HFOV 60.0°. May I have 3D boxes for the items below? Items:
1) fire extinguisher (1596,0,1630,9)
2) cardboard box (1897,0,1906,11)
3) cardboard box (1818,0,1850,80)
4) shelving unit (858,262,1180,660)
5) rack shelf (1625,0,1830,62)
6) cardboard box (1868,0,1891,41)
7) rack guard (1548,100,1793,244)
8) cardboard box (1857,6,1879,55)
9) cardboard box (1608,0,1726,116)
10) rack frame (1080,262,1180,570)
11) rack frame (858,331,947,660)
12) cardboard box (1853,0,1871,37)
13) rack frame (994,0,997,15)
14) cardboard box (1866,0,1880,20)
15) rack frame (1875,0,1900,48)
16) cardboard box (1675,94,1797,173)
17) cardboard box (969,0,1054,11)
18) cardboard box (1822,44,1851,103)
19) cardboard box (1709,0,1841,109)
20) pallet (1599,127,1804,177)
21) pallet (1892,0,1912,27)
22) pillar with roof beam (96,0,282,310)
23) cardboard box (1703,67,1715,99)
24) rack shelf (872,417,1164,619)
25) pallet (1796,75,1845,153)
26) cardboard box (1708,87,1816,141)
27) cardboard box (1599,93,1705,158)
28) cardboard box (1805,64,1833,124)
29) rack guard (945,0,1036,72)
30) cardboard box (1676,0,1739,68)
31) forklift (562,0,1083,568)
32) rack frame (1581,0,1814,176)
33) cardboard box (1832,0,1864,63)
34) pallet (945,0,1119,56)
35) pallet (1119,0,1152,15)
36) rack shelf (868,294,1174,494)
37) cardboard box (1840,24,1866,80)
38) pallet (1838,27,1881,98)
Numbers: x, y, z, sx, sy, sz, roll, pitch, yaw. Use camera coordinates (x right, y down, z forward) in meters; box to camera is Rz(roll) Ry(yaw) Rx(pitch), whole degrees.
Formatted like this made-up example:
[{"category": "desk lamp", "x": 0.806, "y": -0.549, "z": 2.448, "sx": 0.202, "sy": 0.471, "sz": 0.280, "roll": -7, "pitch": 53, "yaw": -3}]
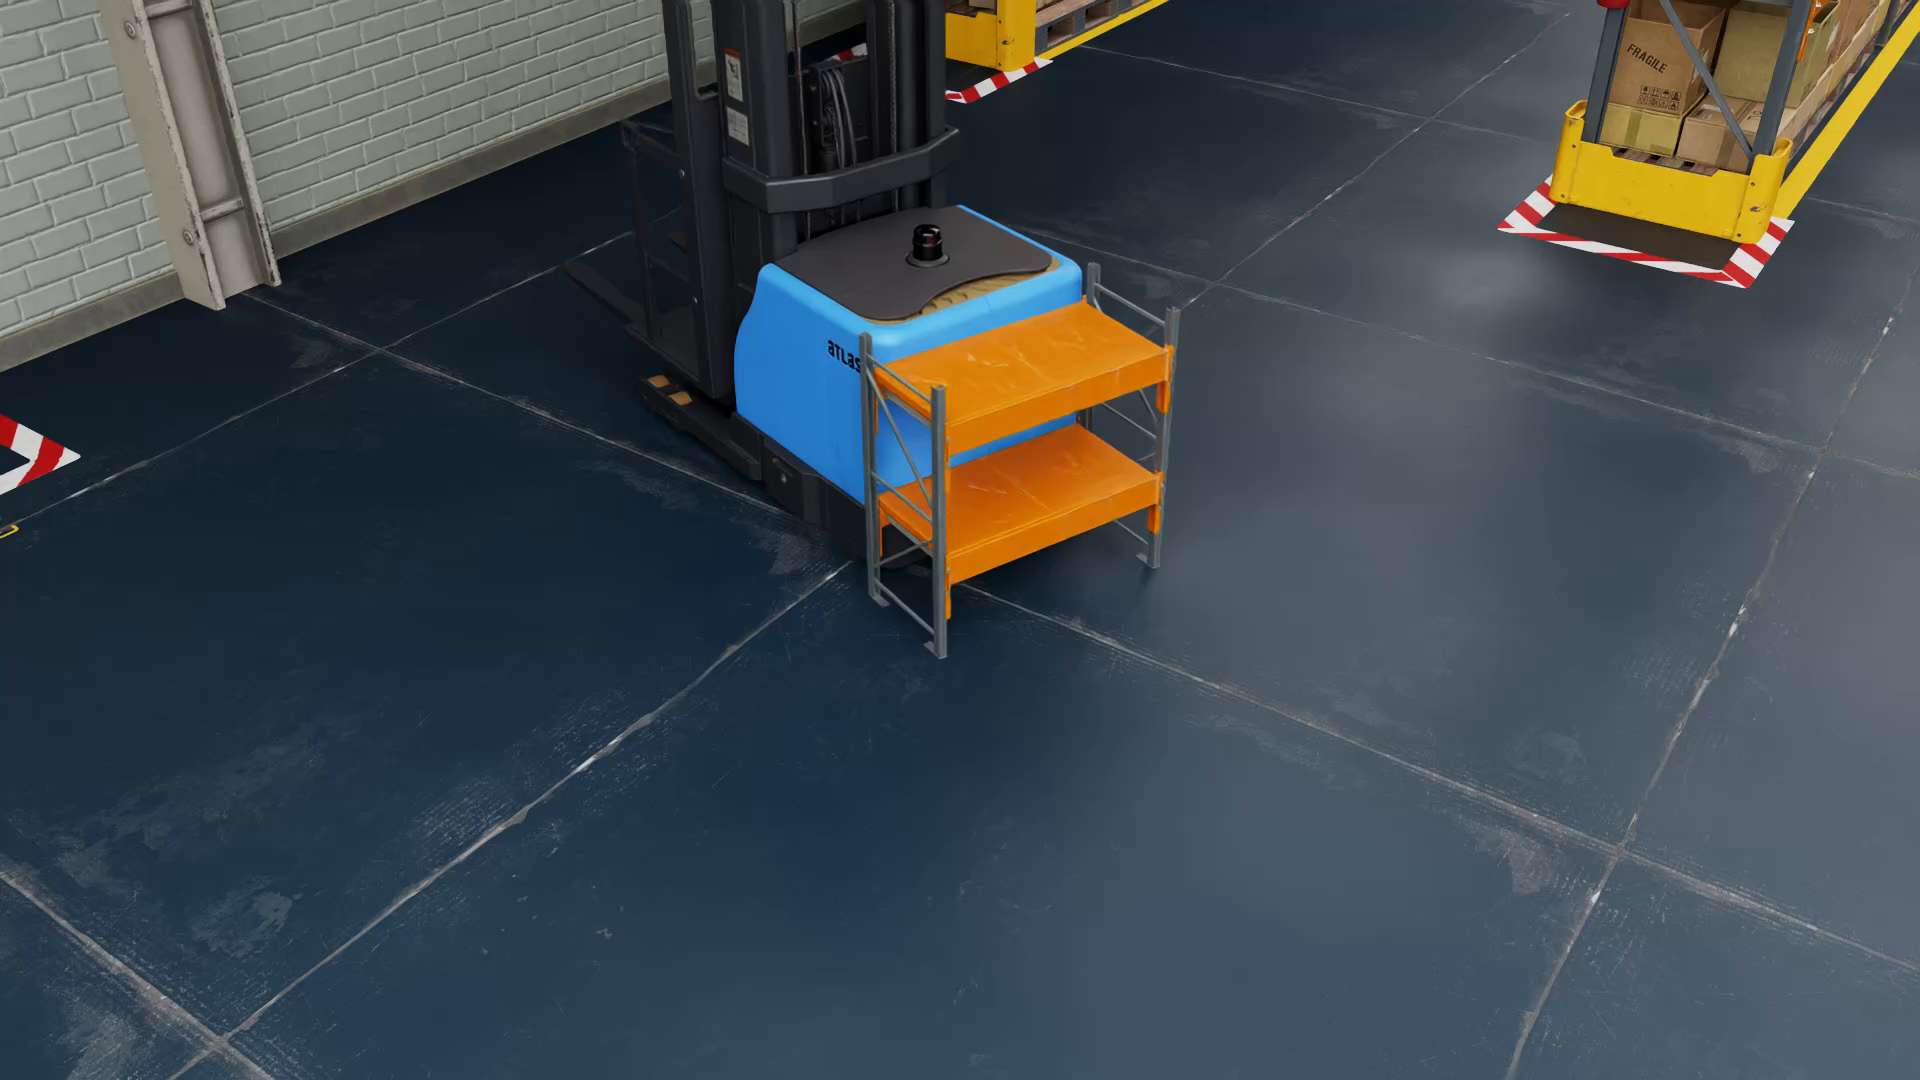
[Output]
[{"category": "fire extinguisher", "x": 3.553, "y": -3.197, "z": 8.869, "sx": 0.296, "sy": 0.674, "sz": 0.183, "roll": 21, "pitch": 39, "yaw": 28}, {"category": "cardboard box", "x": 6.717, "y": -4.117, "z": 12.240, "sx": 0.500, "sy": 0.250, "sz": 0.500, "roll": 20, "pitch": 39, "yaw": 27}, {"category": "cardboard box", "x": 5.049, "y": -3.121, "z": 10.098, "sx": 0.500, "sy": 0.500, "sz": 0.500, "roll": 21, "pitch": 39, "yaw": 28}, {"category": "shelving unit", "x": 0.217, "y": -0.307, "z": 6.199, "sx": 1.048, "sy": 1.125, "sz": 0.538, "roll": -21, "pitch": 39, "yaw": -28}, {"category": "rack shelf", "x": 5.143, "y": -3.757, "z": 10.270, "sx": 1.077, "sy": 0.370, "sz": 4.000, "roll": 21, "pitch": 39, "yaw": 28}, {"category": "cardboard box", "x": 6.198, "y": -3.727, "z": 11.664, "sx": 0.500, "sy": 0.250, "sz": 0.500, "roll": 21, "pitch": 39, "yaw": 28}, {"category": "rack guard", "x": 3.989, "y": -2.088, "z": 9.392, "sx": 1.175, "sy": 0.500, "sz": 0.348, "roll": 21, "pitch": 39, "yaw": 28}, {"category": "cardboard box", "x": 5.905, "y": -3.500, "z": 11.328, "sx": 0.500, "sy": 0.250, "sz": 0.500, "roll": 21, "pitch": 39, "yaw": 28}, {"category": "cardboard box", "x": 4.064, "y": -2.822, "z": 9.656, "sx": 0.500, "sy": 0.500, "sz": 0.500, "roll": 21, "pitch": 39, "yaw": 28}, {"category": "rack frame", "x": 0.636, "y": -0.468, "z": 6.438, "sx": 0.032, "sy": 1.125, "sz": 0.500, "roll": -21, "pitch": 39, "yaw": -28}, {"category": "rack frame", "x": -0.201, "y": -0.145, "z": 5.960, "sx": 0.032, "sy": 1.125, "sz": 0.500, "roll": -21, "pitch": 39, "yaw": -28}, {"category": "cardboard box", "x": 5.622, "y": -3.580, "z": 10.777, "sx": 0.500, "sy": 0.500, "sz": 0.500, "roll": 21, "pitch": 39, "yaw": 28}, {"category": "rack frame", "x": -0.069, "y": -4.715, "z": 11.045, "sx": 1.000, "sy": 3.000, "sz": 0.127, "roll": 21, "pitch": 39, "yaw": 28}, {"category": "cardboard box", "x": 5.904, "y": -3.812, "z": 11.119, "sx": 0.500, "sy": 0.500, "sz": 0.500, "roll": 21, "pitch": 39, "yaw": 28}, {"category": "rack frame", "x": 6.283, "y": -4.976, "z": 11.430, "sx": 1.000, "sy": 3.000, "sz": 0.127, "roll": 21, "pitch": 39, "yaw": 28}, {"category": "cardboard box", "x": 4.491, "y": -2.346, "z": 9.620, "sx": 0.500, "sy": 0.250, "sz": 0.500, "roll": 21, "pitch": 39, "yaw": 28}, {"category": "cardboard box", "x": 0.399, "y": -4.073, "z": 12.103, "sx": 0.500, "sy": 0.311, "sz": 0.500, "roll": 17, "pitch": 37, "yaw": 23}, {"category": "cardboard box", "x": 5.348, "y": -3.035, "z": 10.640, "sx": 0.500, "sy": 0.250, "sz": 0.500, "roll": 21, "pitch": 39, "yaw": 28}, {"category": "cardboard box", "x": 4.774, "y": -2.887, "z": 9.751, "sx": 0.500, "sy": 0.500, "sz": 0.500, "roll": 21, "pitch": 39, "yaw": 28}, {"category": "pallet", "x": 4.404, "y": -2.345, "z": 10.029, "sx": 1.003, "sy": 0.211, "sz": 1.213, "roll": 21, "pitch": 39, "yaw": 28}, {"category": "pallet", "x": 6.671, "y": -4.172, "z": 12.731, "sx": 1.003, "sy": 0.211, "sz": 1.213, "roll": 21, "pitch": 39, "yaw": 28}, {"category": "pillar with roof beam", "x": -0.265, "y": -3.663, "z": 4.133, "sx": 9.100, "sy": 9.000, "sz": 0.400, "roll": 21, "pitch": 39, "yaw": 28}, {"category": "cardboard box", "x": 4.341, "y": -2.745, "z": 10.211, "sx": 0.500, "sy": 0.250, "sz": 0.500, "roll": 21, "pitch": 39, "yaw": 28}, {"category": "rack shelf", "x": 0.217, "y": -0.104, "z": 6.336, "sx": 1.000, "sy": 0.278, "sz": 0.538, "roll": -21, "pitch": 39, "yaw": -28}, {"category": "pallet", "x": 5.100, "y": -2.904, "z": 10.856, "sx": 1.003, "sy": 0.211, "sz": 1.213, "roll": 21, "pitch": 39, "yaw": 28}, {"category": "cardboard box", "x": 4.773, "y": -2.577, "z": 9.962, "sx": 0.500, "sy": 0.250, "sz": 0.500, "roll": 21, "pitch": 39, "yaw": 28}, {"category": "cardboard box", "x": 4.065, "y": -2.511, "z": 9.865, "sx": 0.500, "sy": 0.250, "sz": 0.500, "roll": 21, "pitch": 39, "yaw": 28}, {"category": "cardboard box", "x": 5.058, "y": -2.807, "z": 10.302, "sx": 0.500, "sy": 0.250, "sz": 0.500, "roll": 21, "pitch": 39, "yaw": 28}, {"category": "rack guard", "x": -0.026, "y": -3.715, "z": 11.797, "sx": 1.175, "sy": 0.500, "sz": 0.348, "roll": 21, "pitch": 39, "yaw": 28}, {"category": "cardboard box", "x": 4.622, "y": -3.287, "z": 10.343, "sx": 0.500, "sy": 0.500, "sz": 0.500, "roll": 21, "pitch": 39, "yaw": 28}, {"category": "forklift", "x": -0.814, "y": -1.868, "z": 6.896, "sx": 1.130, "sy": 2.935, "sz": 3.031, "roll": -24, "pitch": 41, "yaw": -31}, {"category": "rack frame", "x": 4.002, "y": -3.135, "z": 8.708, "sx": 1.000, "sy": 3.000, "sz": 0.127, "roll": 21, "pitch": 39, "yaw": 28}, {"category": "cardboard box", "x": 5.348, "y": -3.346, "z": 10.430, "sx": 0.500, "sy": 0.500, "sz": 0.500, "roll": 21, "pitch": 39, "yaw": 28}, {"category": "pallet", "x": 0.466, "y": -3.958, "z": 12.414, "sx": 1.003, "sy": 0.211, "sz": 1.213, "roll": 21, "pitch": 39, "yaw": 28}, {"category": "pallet", "x": 1.163, "y": -4.517, "z": 13.241, "sx": 1.003, "sy": 0.211, "sz": 1.213, "roll": 21, "pitch": 39, "yaw": 28}, {"category": "rack shelf", "x": 0.217, "y": -0.549, "z": 6.035, "sx": 1.000, "sy": 0.278, "sz": 0.538, "roll": -21, "pitch": 39, "yaw": -28}, {"category": "cardboard box", "x": 5.632, "y": -3.266, "z": 10.981, "sx": 0.500, "sy": 0.250, "sz": 0.500, "roll": 21, "pitch": 39, "yaw": 28}, {"category": "pallet", "x": 5.795, "y": -3.468, "z": 11.690, "sx": 1.003, "sy": 0.211, "sz": 1.213, "roll": 21, "pitch": 39, "yaw": 28}]
